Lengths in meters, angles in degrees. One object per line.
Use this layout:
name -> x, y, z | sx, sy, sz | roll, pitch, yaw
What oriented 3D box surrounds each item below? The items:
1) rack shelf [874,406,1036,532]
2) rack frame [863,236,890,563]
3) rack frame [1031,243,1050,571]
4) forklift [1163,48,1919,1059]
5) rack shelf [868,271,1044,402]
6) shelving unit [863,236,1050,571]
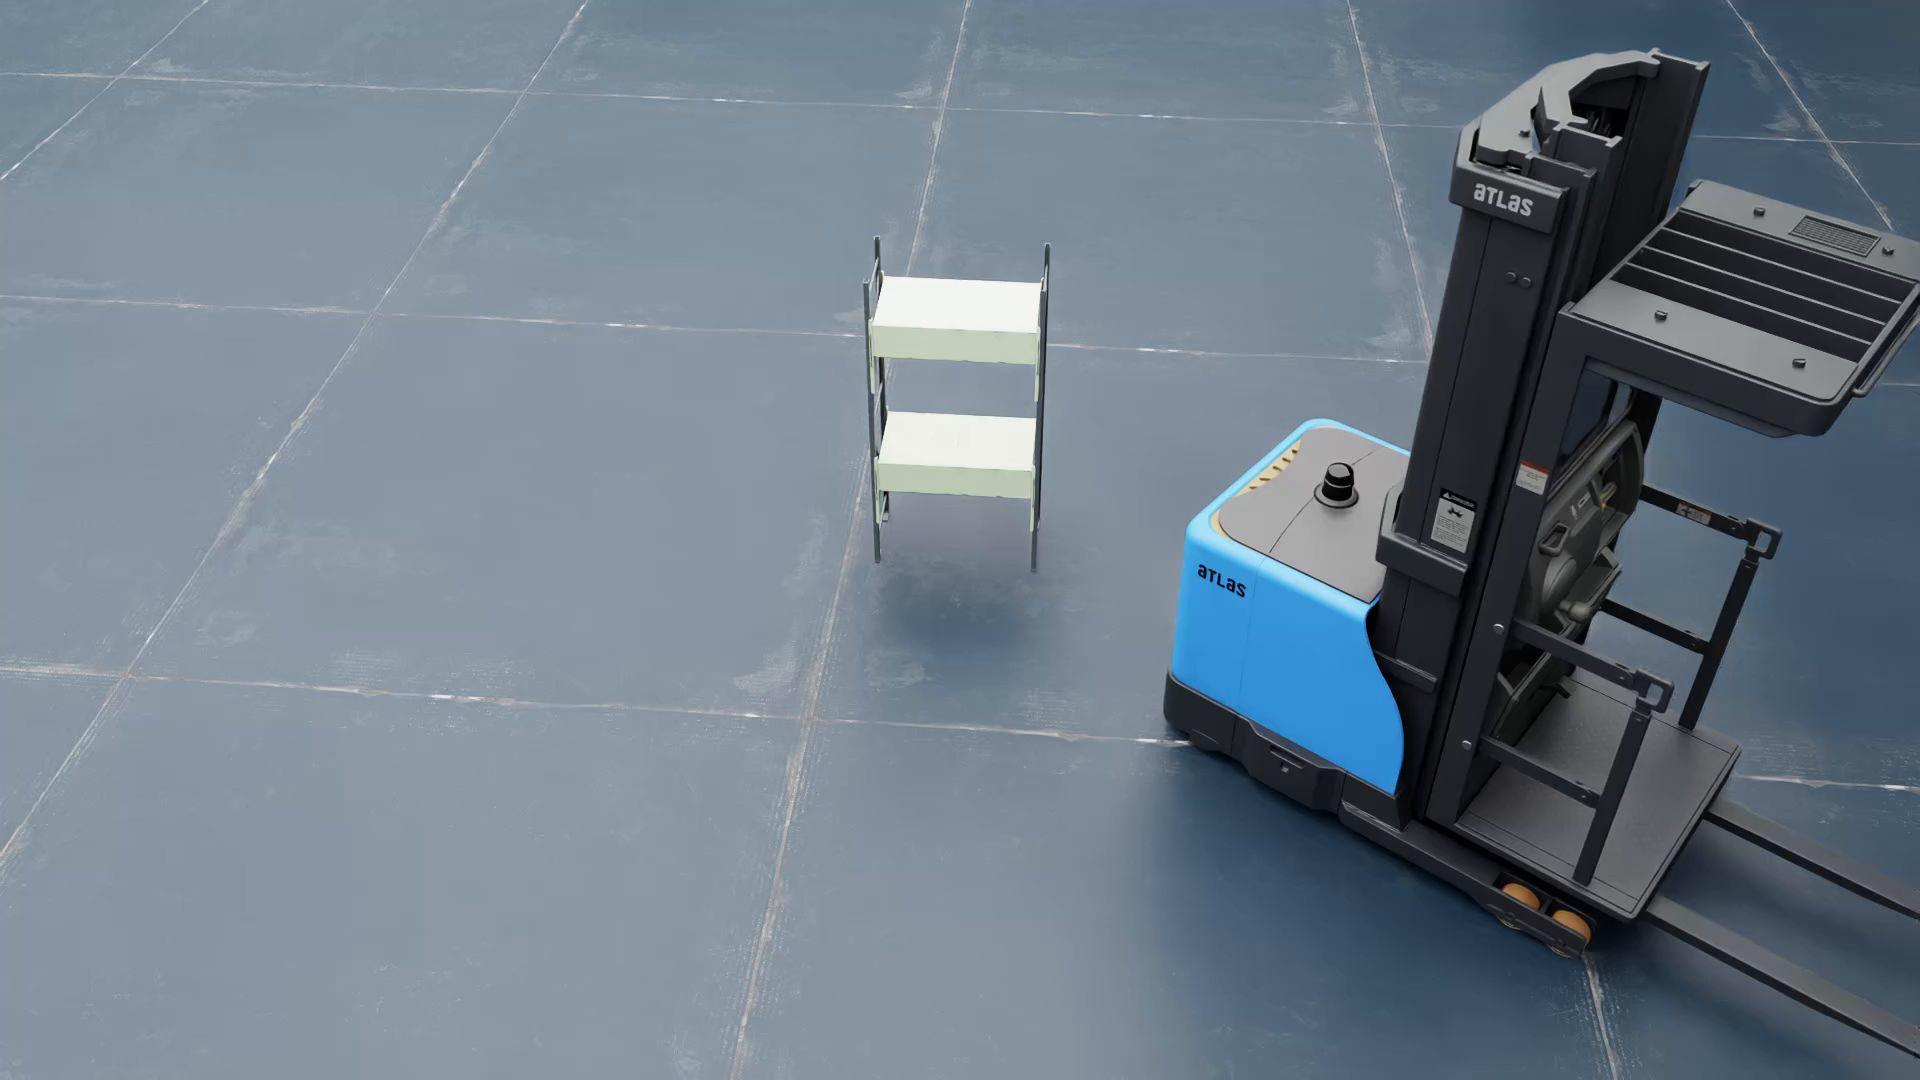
rack shelf -> -0.007, -0.329, 7.653 | 0.720, 0.370, 0.431 | 3, 39, 4
rack frame -> -0.371, -0.602, 7.472 | 0.023, 1.500, 0.400 | 3, 39, 4
rack frame -> 0.358, -0.562, 7.423 | 0.023, 1.500, 0.400 | 3, 39, 4
forklift -> 2.304, -0.002, 5.601 | 3.031, 2.935, 1.130 | 28, 47, 30
rack shelf -> -0.007, -0.885, 7.201 | 0.720, 0.370, 0.431 | 3, 39, 4
shelving unit -> -0.007, -0.582, 7.447 | 0.755, 1.500, 0.431 | 3, 39, 4
